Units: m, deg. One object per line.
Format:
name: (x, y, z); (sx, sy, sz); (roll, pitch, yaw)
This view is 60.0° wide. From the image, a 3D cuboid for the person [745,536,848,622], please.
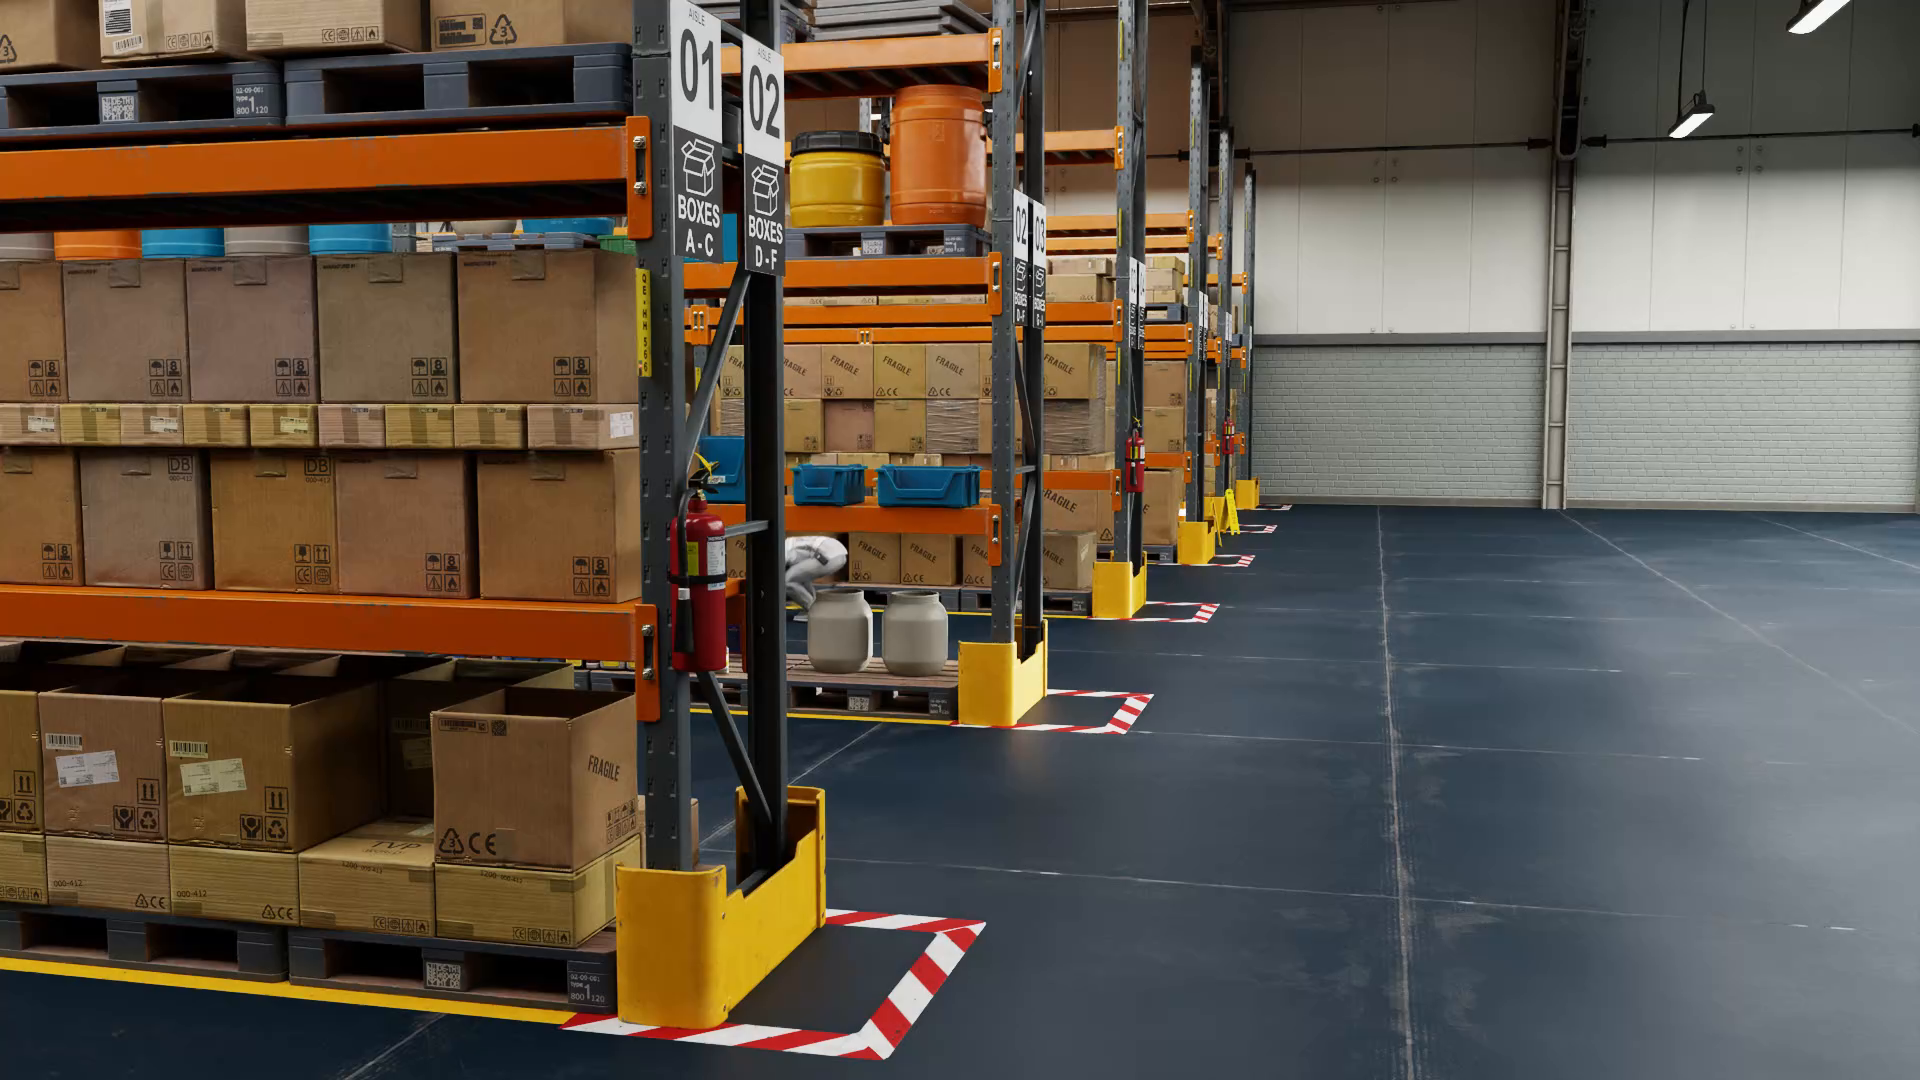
person: (-1.454, 0.346, 14.712); (0.914, 0.761, 0.453); (1, 5, 12)
